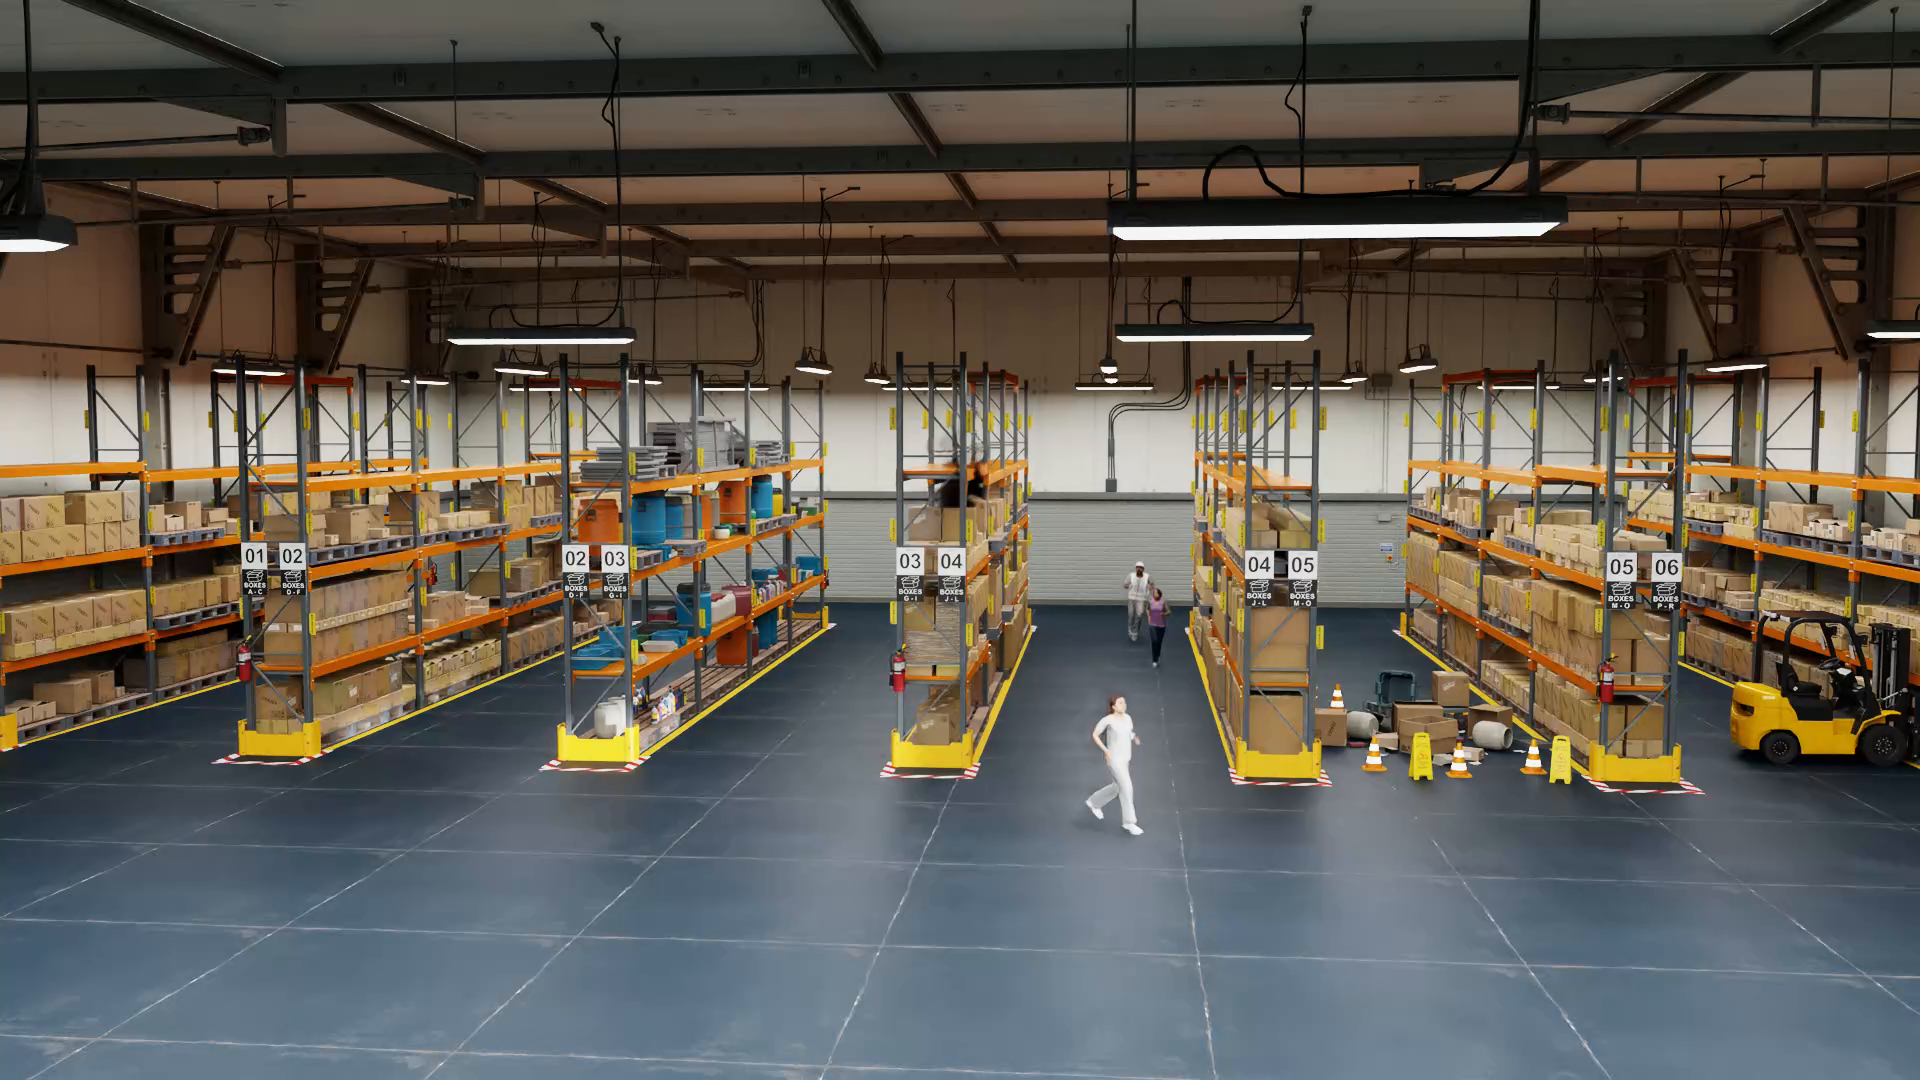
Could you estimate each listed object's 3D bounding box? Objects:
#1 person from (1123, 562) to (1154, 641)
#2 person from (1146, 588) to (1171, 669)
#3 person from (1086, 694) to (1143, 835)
[{"bbox_3d":[4.088,1.414,38.179,0.677,1.842,0.755,1,4,14],"label":"person"},{"bbox_3d":[4.056,1.787,34.026,0.518,1.631,0.784,0,4,5],"label":"person"},{"bbox_3d":[1.926,2.716,20.459,0.557,1.681,0.892,-4,6,-44],"label":"person"}]
